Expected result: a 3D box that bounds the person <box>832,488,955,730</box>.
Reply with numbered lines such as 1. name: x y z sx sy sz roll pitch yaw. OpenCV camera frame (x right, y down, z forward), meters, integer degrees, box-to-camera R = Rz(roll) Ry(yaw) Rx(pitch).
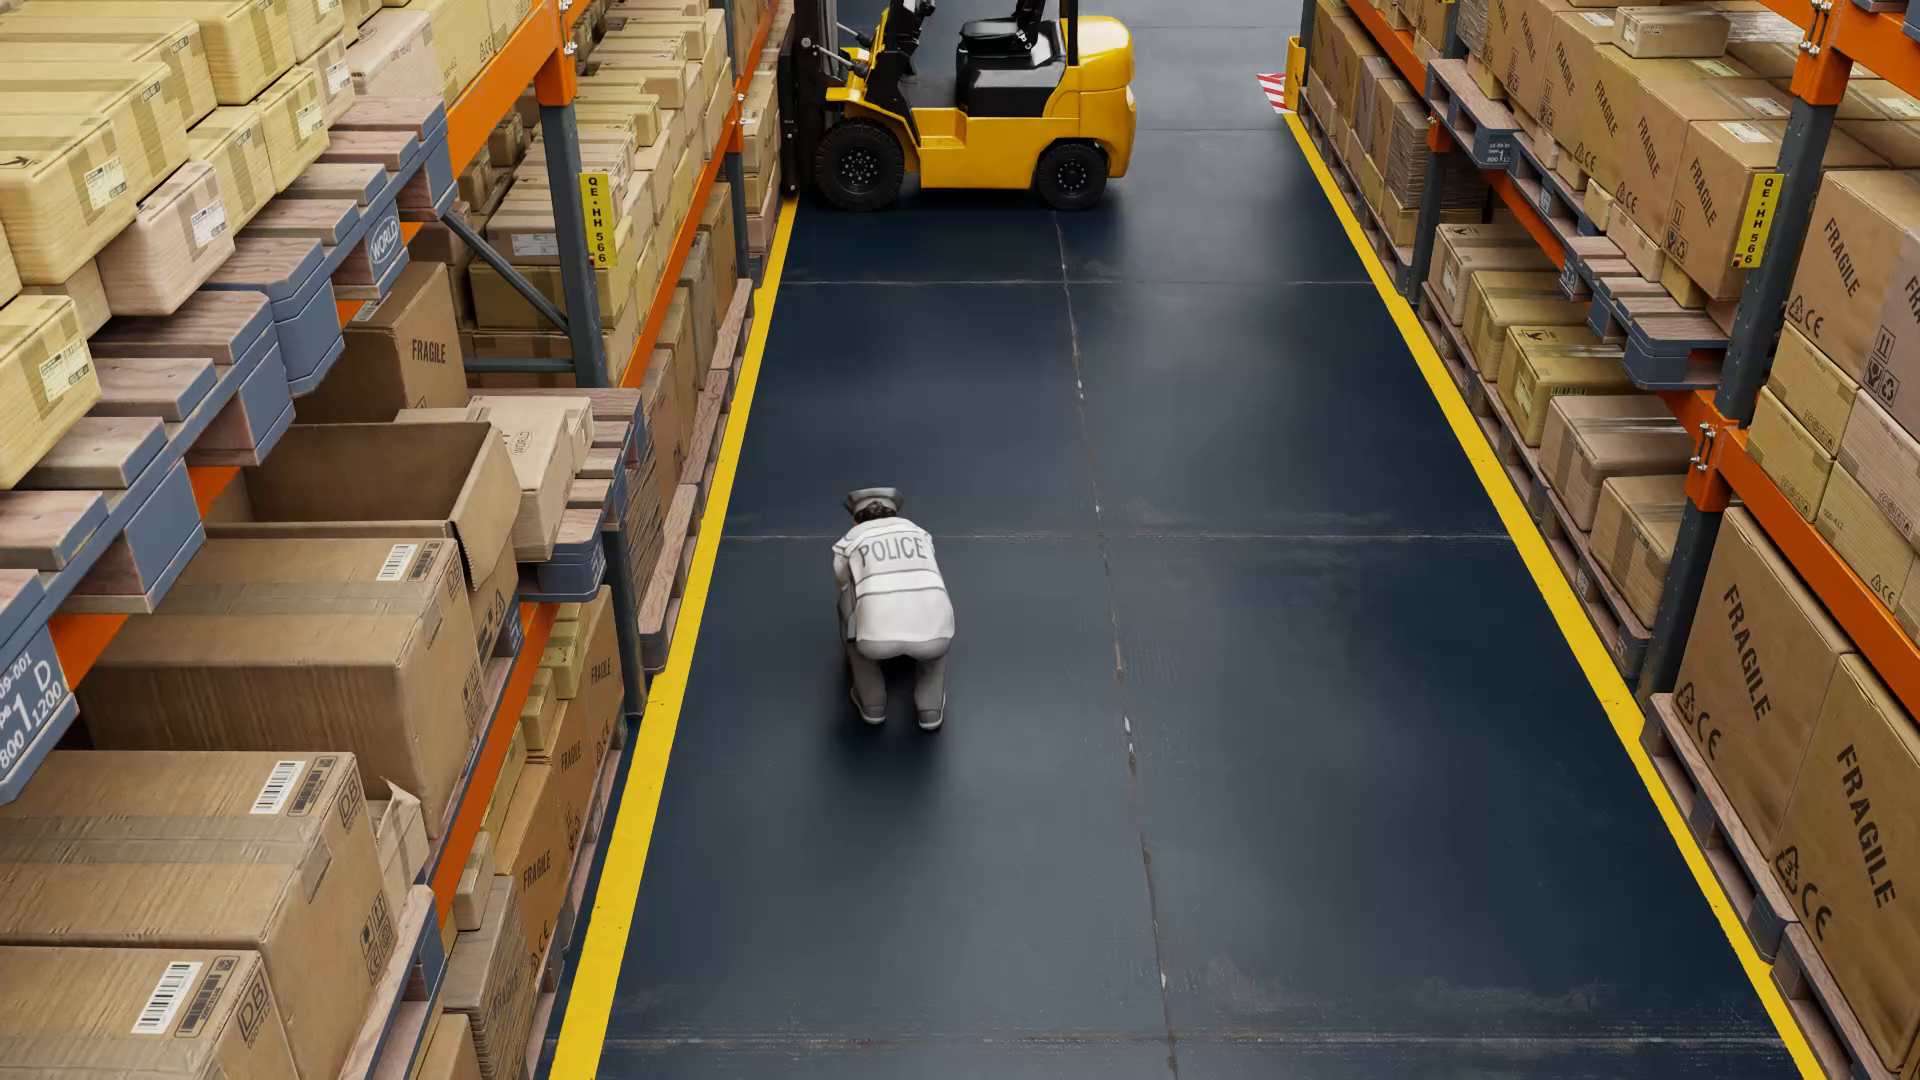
1. person: -0.264 0.284 6.560 0.448 0.764 0.925 -4 32 -6
